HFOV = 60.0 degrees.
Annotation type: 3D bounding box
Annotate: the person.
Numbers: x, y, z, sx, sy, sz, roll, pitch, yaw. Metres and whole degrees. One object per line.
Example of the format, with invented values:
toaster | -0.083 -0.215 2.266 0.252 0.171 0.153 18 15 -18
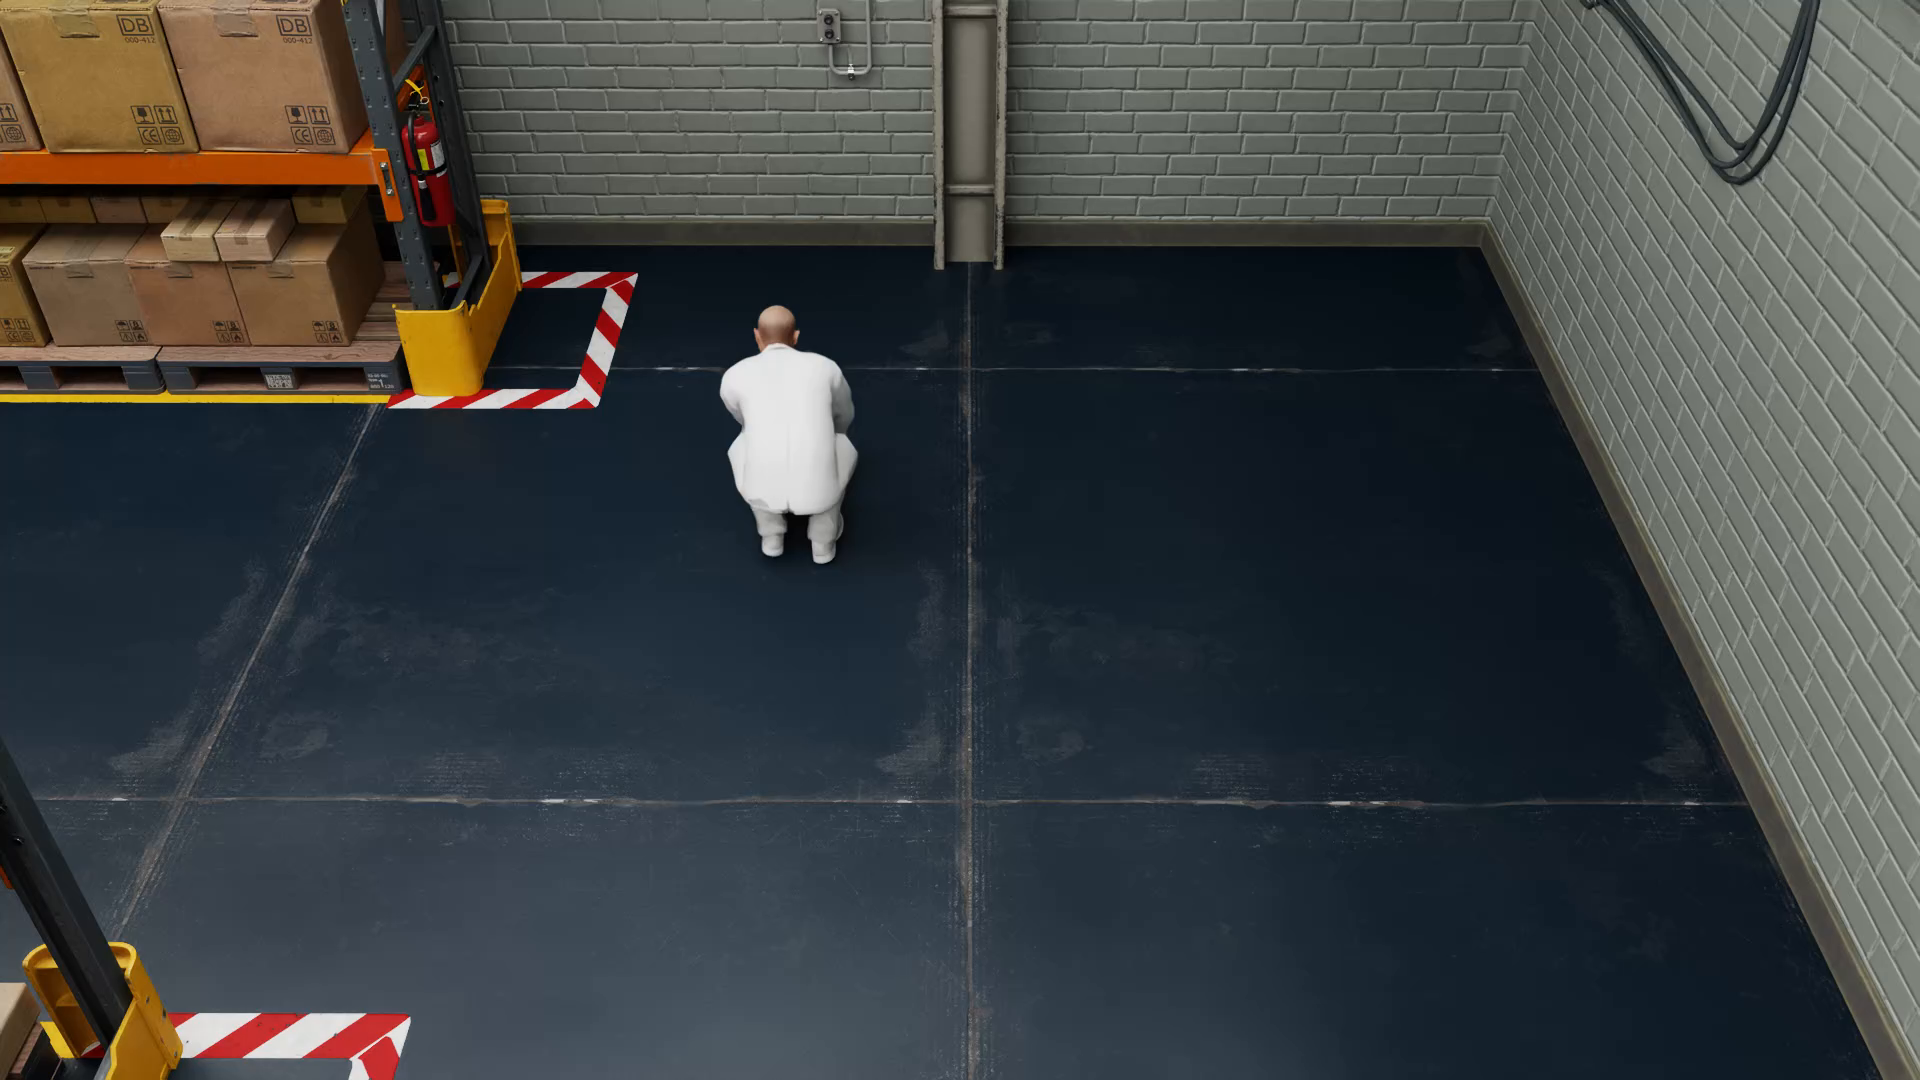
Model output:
person | -0.753 -0.477 7.379 0.605 0.995 0.906 0 39 0
